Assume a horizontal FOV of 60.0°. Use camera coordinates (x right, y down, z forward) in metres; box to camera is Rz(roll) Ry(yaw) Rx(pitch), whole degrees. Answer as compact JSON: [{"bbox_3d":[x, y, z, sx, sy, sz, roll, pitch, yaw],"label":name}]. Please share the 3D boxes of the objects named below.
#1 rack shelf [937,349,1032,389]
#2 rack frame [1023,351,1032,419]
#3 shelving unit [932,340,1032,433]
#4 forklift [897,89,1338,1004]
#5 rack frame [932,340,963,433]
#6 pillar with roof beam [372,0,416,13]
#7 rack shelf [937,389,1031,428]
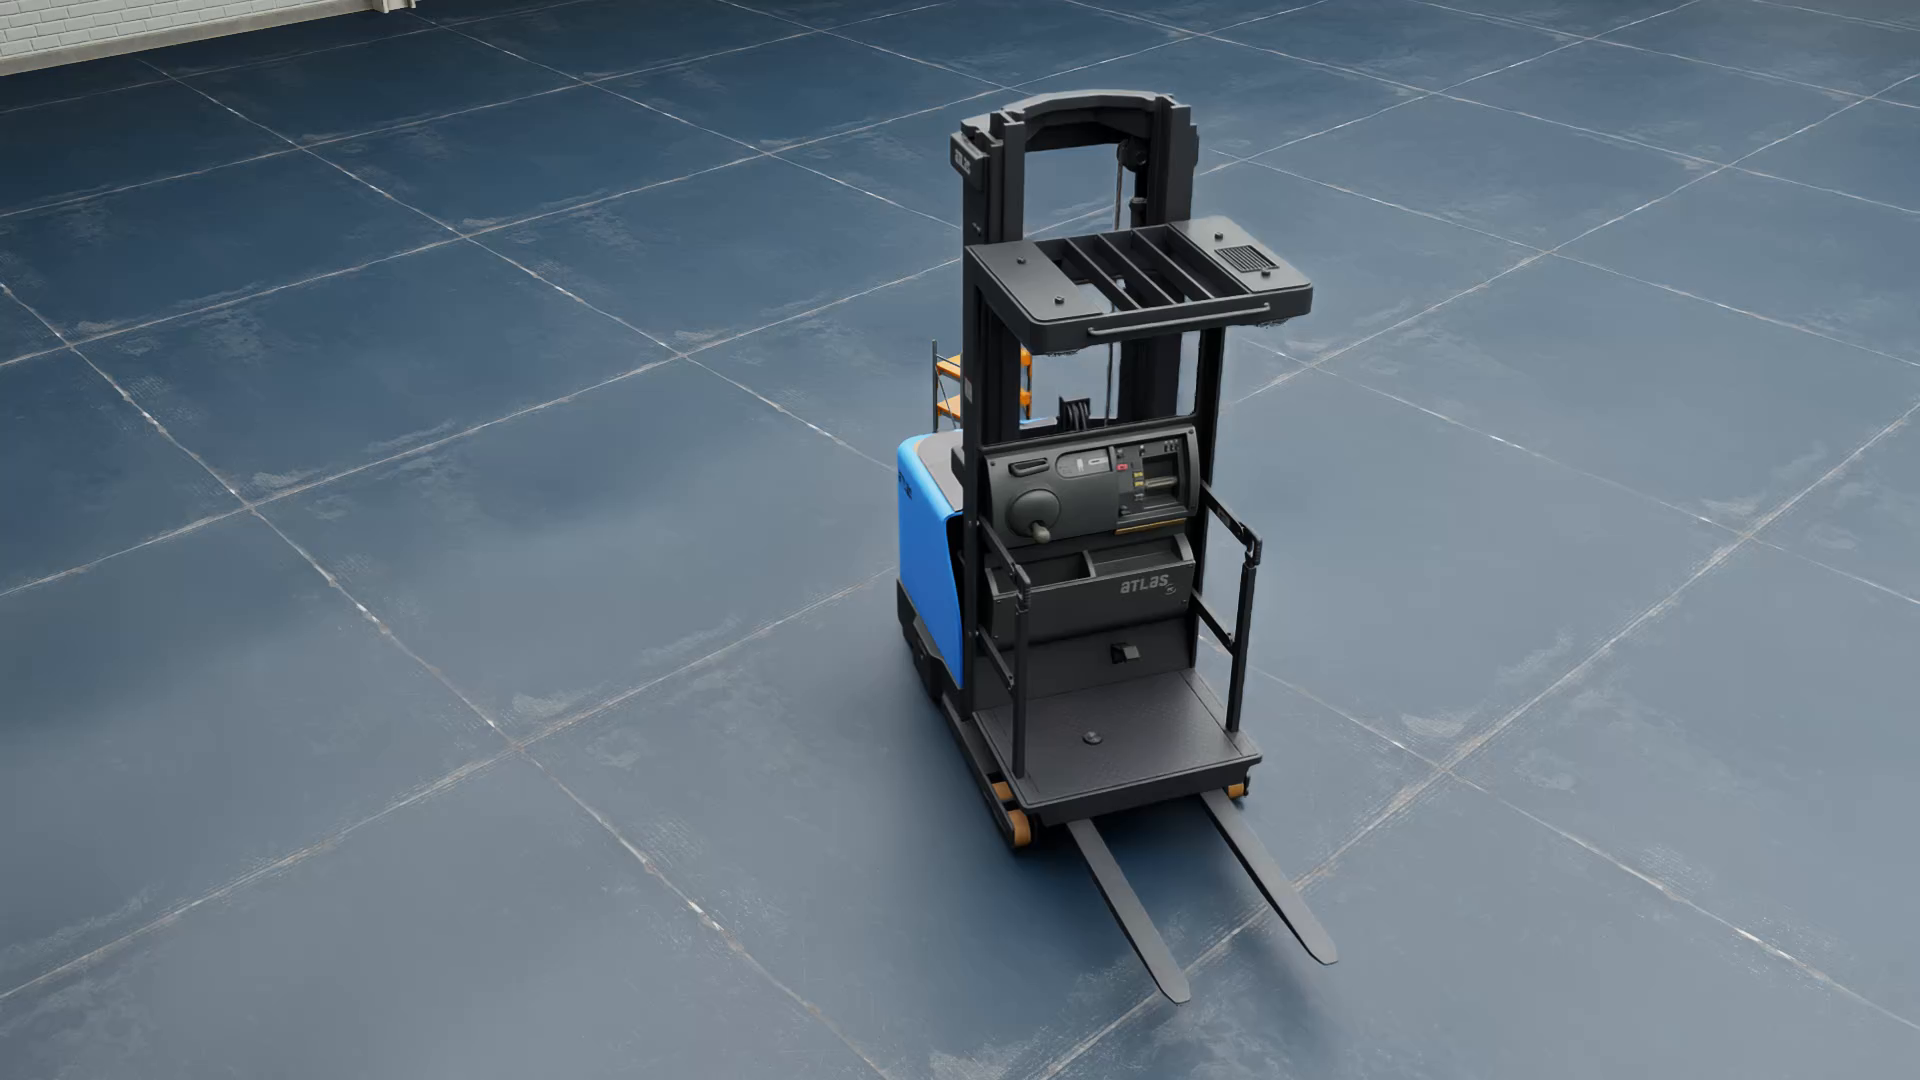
[{"bbox_3d":[0.121,-0.906,8.828,0.480,0.148,0.258,-26,40,-35],"label":"rack shelf"},{"bbox_3d":[0.300,-0.657,9.175,0.015,1.200,0.240,-26,40,-35],"label":"rack frame"},{"bbox_3d":[0.121,-0.571,9.033,0.503,1.200,0.258,-26,40,-35],"label":"shelving unit"},{"bbox_3d":[0.628,-0.175,6.726,1.130,2.935,3.031,-10,33,-16],"label":"forklift"},{"bbox_3d":[-0.058,-0.484,8.891,0.015,1.200,0.240,-26,40,-35],"label":"rack frame"},{"bbox_3d":[-3.676,-8.404,14.368,0.400,9.000,9.100,-26,40,-35],"label":"pillar with roof beam"},{"bbox_3d":[0.121,-0.704,8.951,0.480,0.148,0.258,-26,40,-35],"label":"rack shelf"}]
